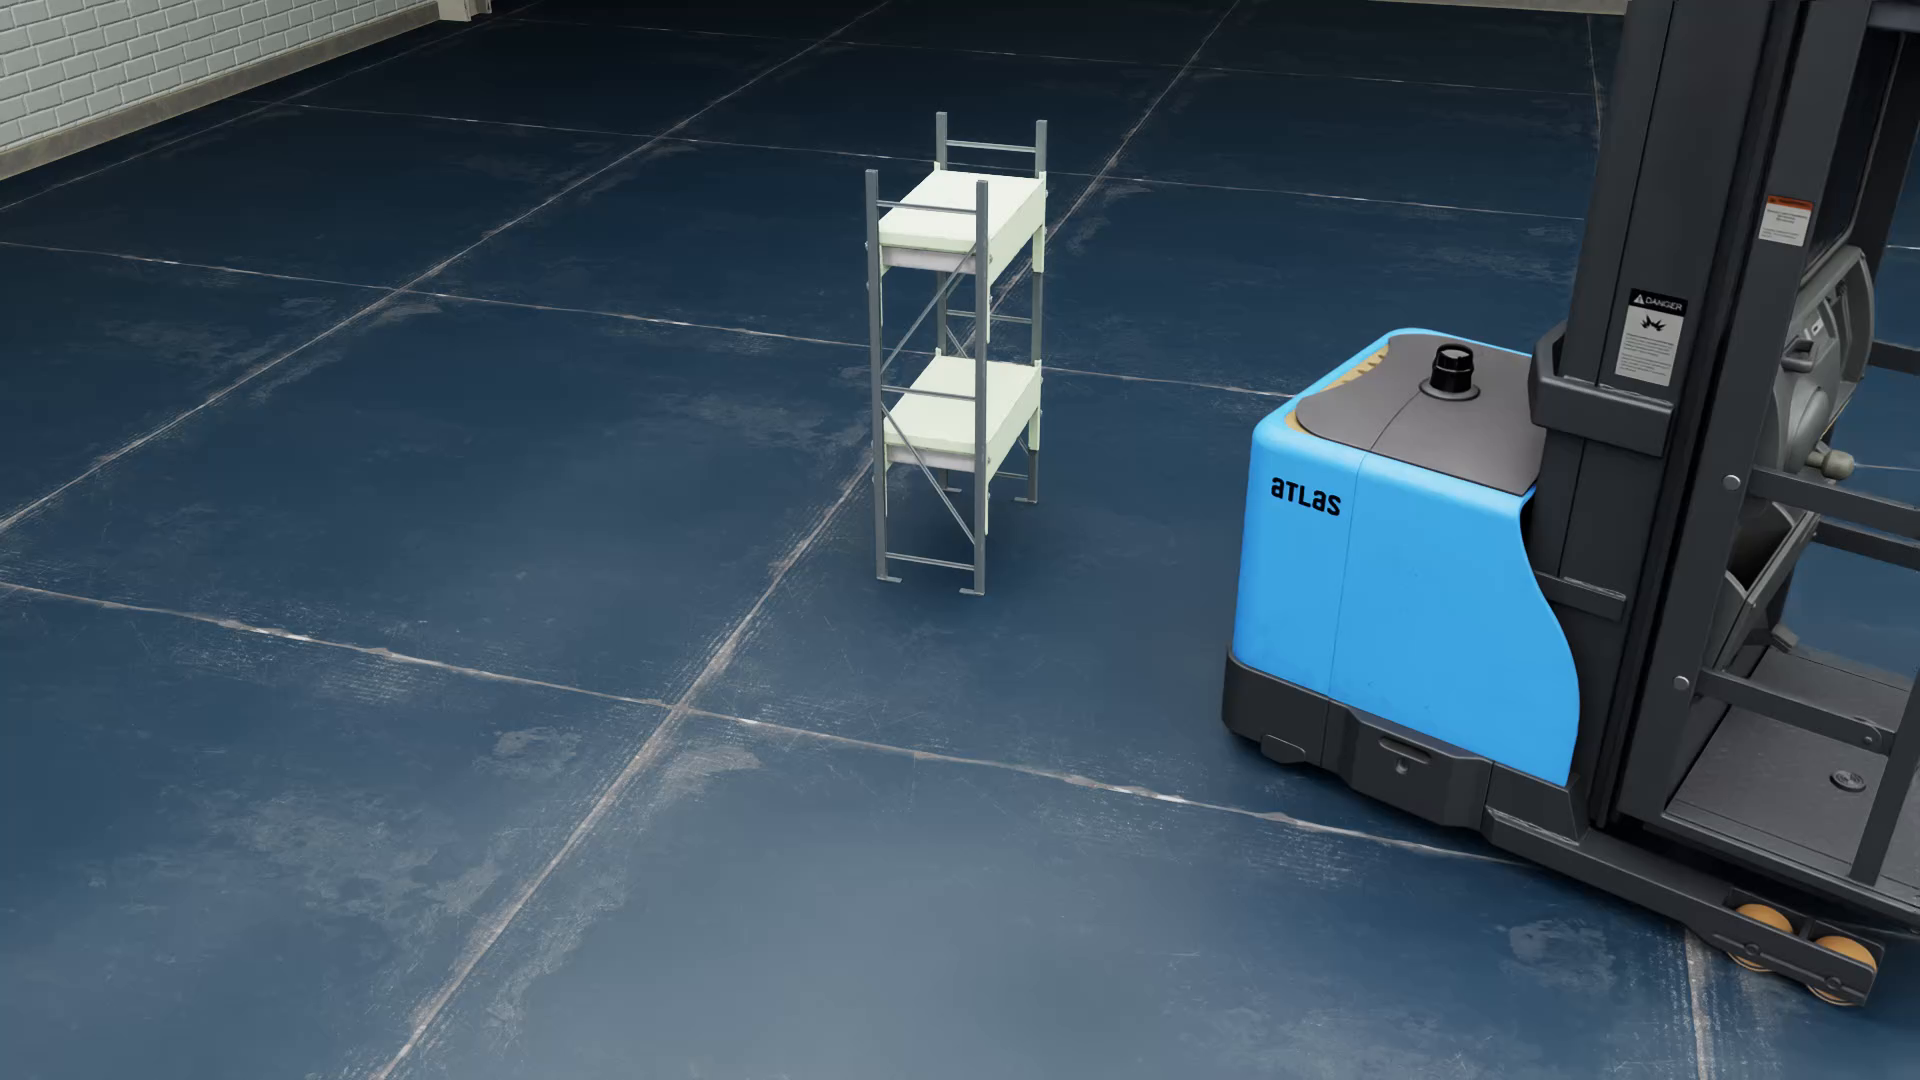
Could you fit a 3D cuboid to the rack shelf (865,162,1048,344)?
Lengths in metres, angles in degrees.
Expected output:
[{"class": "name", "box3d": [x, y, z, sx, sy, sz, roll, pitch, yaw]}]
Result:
[{"class": "rack shelf", "box3d": [0.002, -1.000, 5.701, 0.431, 0.370, 0.720, 8, 30, 15]}]

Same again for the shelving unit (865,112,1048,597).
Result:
[{"class": "shelving unit", "box3d": [0.002, -0.659, 5.891, 0.431, 1.500, 0.755, 8, 30, 15]}]

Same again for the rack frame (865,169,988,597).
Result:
[{"class": "rack frame", "box3d": [-0.105, -0.488, 5.585, 0.400, 1.500, 0.023, 8, 30, 15]}]

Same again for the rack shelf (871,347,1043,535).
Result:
[{"class": "rack shelf", "box3d": [0.002, -0.374, 6.049, 0.431, 0.370, 0.720, 8, 30, 15]}]

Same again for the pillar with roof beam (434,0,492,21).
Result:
[{"class": "pillar with roof beam", "box3d": [-0.182, -7.867, 11.136, 9.100, 9.000, 0.400, 8, 30, 15]}]

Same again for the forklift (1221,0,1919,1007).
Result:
[{"class": "forklift", "box3d": [2.281, -0.412, 3.976, 3.031, 2.935, 1.130, 21, 35, 32]}]

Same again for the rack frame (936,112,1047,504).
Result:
[{"class": "rack frame", "box3d": [0.109, -0.829, 6.197, 0.400, 1.500, 0.023, 8, 30, 15]}]
